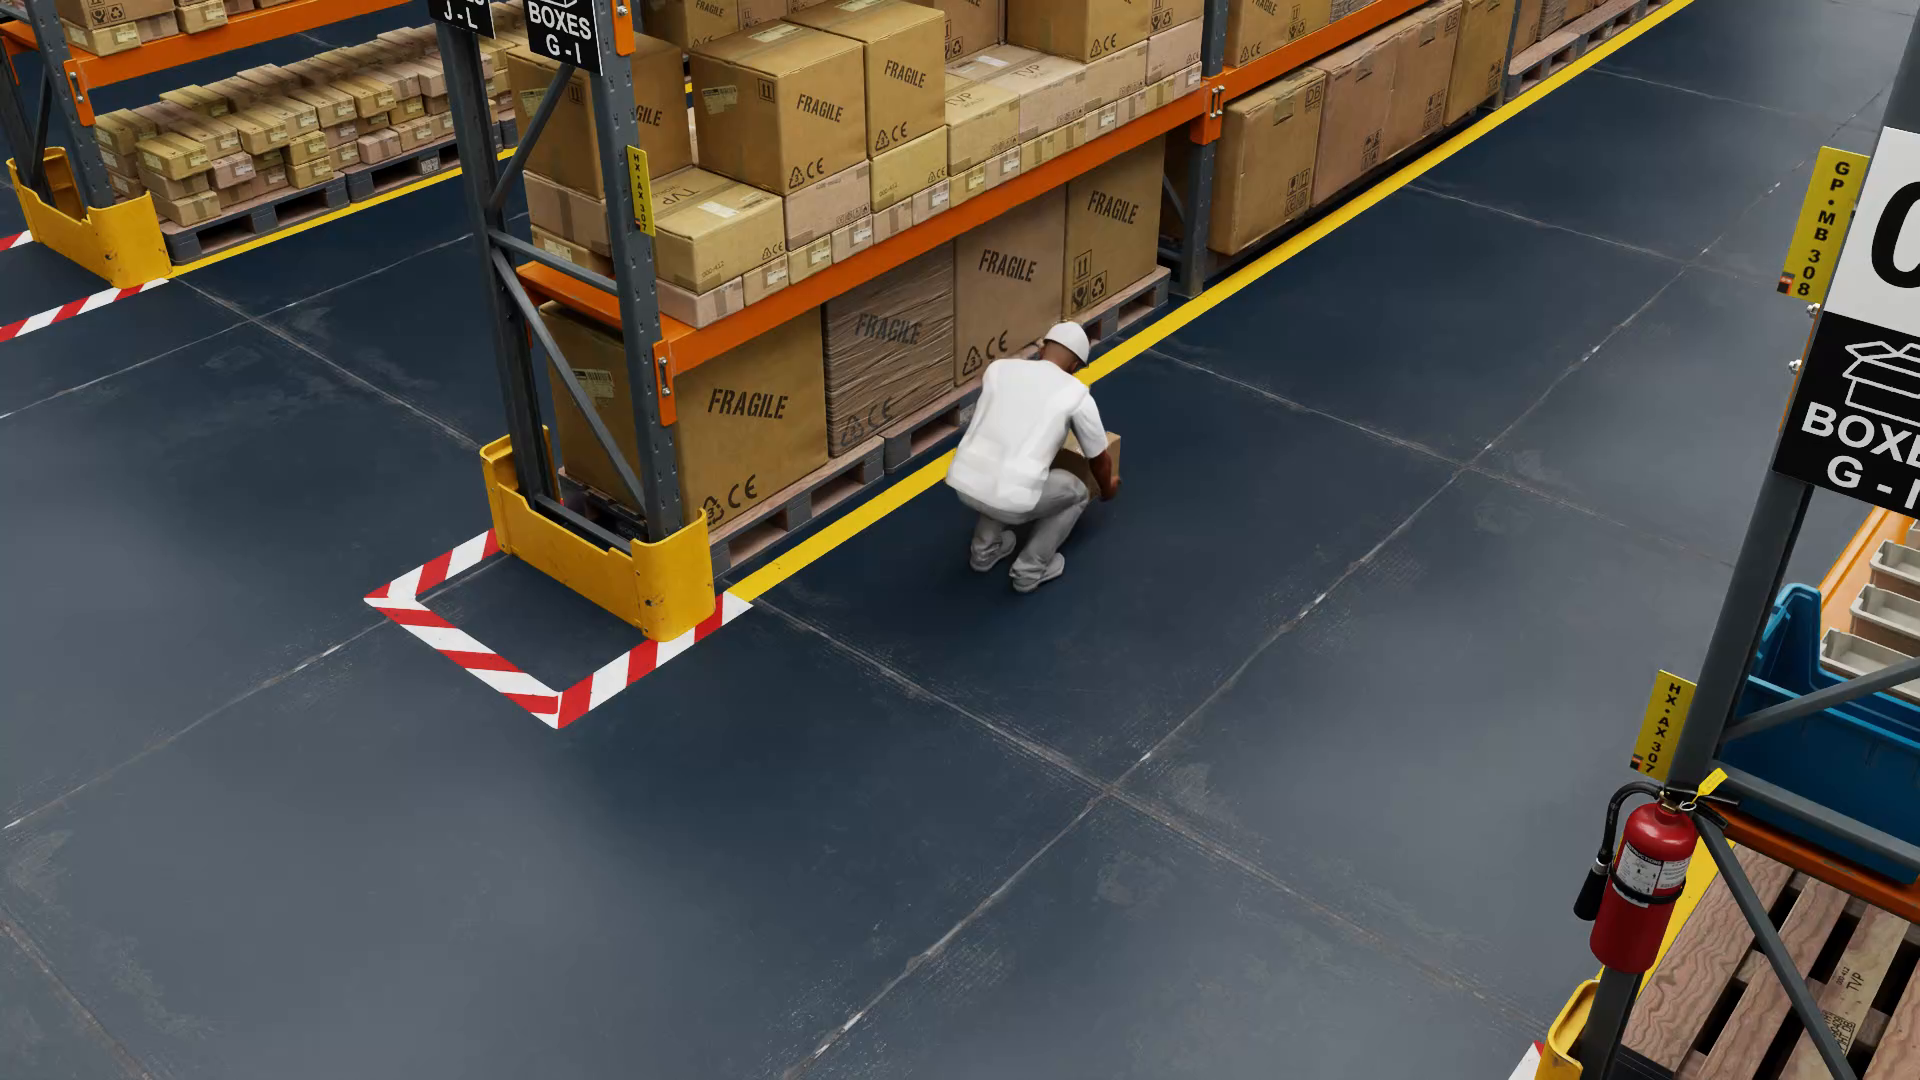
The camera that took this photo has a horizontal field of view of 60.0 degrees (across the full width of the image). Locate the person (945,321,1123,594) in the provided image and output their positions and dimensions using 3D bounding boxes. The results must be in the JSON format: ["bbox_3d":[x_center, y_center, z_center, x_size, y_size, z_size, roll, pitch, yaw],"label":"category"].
[{"bbox_3d":[0.292,-0.371,7.299,0.587,1.040,0.892,25,42,32],"label":"person"}]
